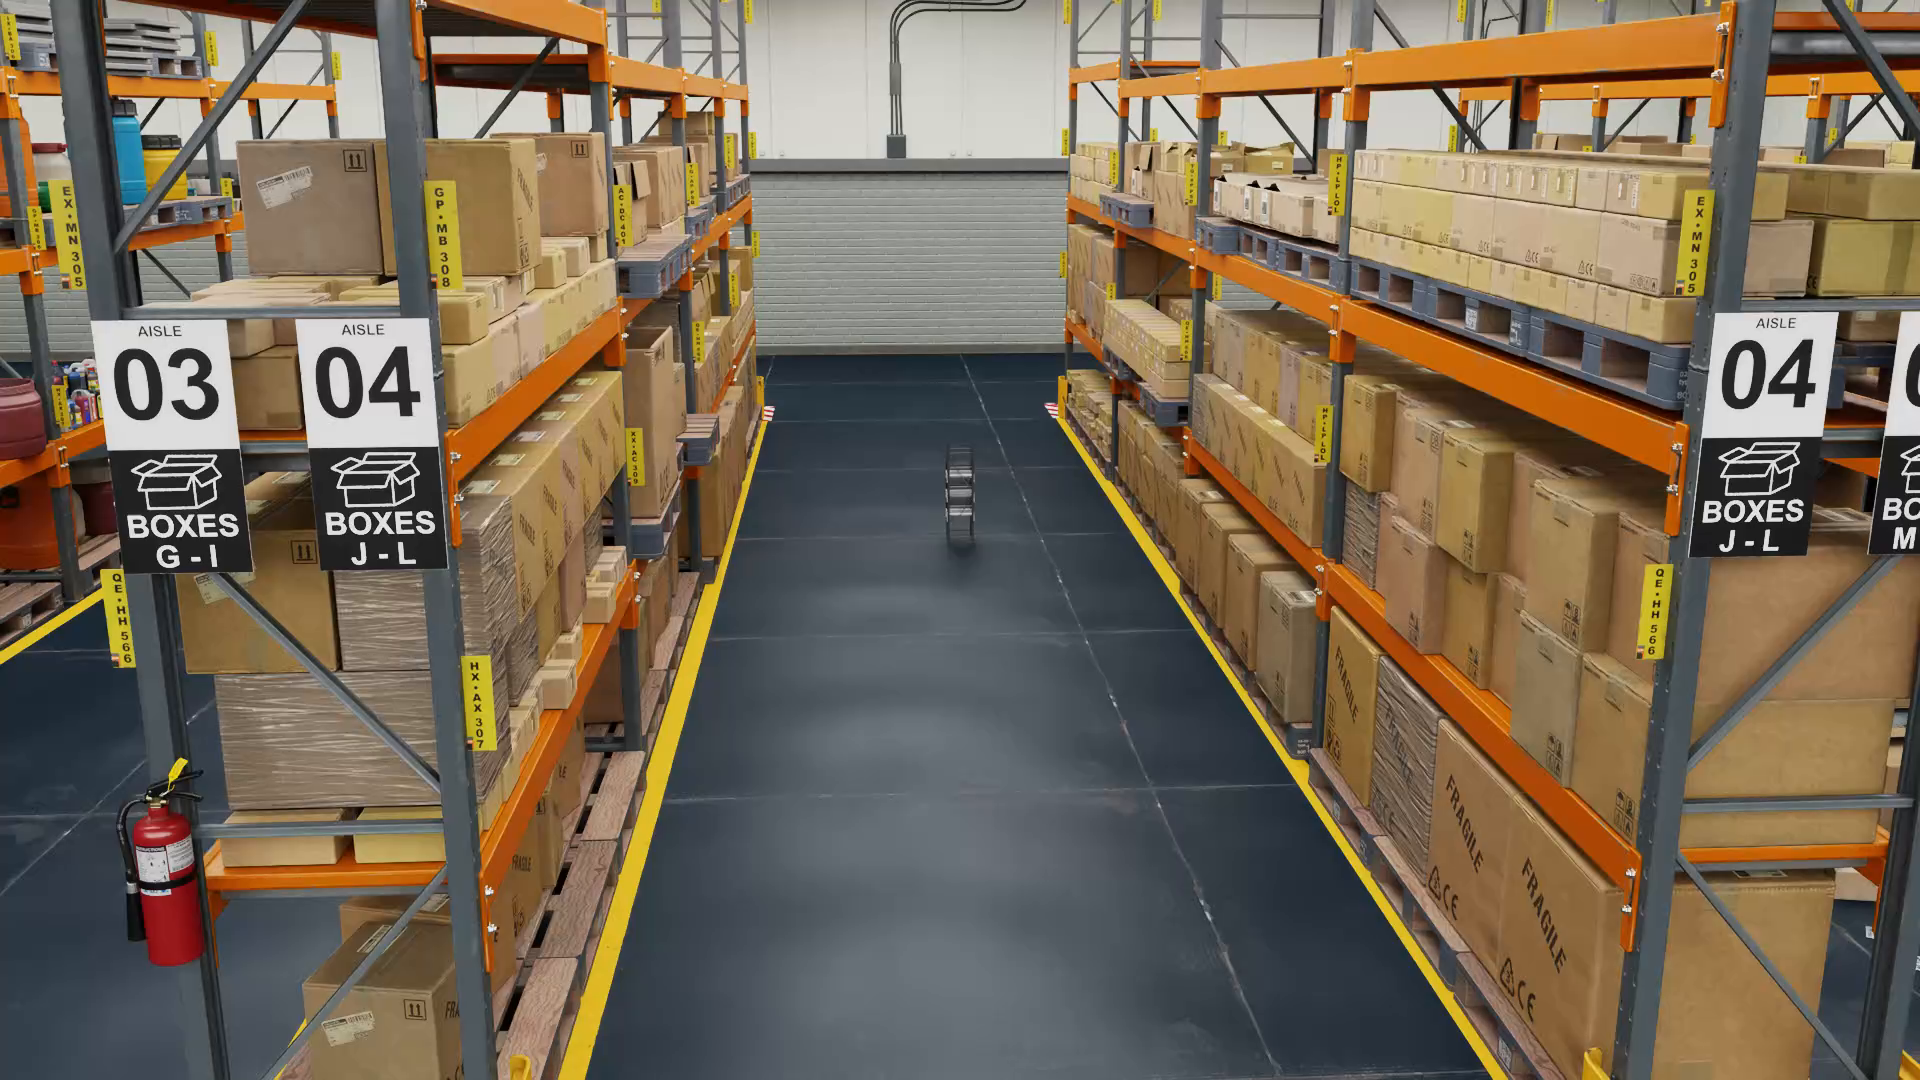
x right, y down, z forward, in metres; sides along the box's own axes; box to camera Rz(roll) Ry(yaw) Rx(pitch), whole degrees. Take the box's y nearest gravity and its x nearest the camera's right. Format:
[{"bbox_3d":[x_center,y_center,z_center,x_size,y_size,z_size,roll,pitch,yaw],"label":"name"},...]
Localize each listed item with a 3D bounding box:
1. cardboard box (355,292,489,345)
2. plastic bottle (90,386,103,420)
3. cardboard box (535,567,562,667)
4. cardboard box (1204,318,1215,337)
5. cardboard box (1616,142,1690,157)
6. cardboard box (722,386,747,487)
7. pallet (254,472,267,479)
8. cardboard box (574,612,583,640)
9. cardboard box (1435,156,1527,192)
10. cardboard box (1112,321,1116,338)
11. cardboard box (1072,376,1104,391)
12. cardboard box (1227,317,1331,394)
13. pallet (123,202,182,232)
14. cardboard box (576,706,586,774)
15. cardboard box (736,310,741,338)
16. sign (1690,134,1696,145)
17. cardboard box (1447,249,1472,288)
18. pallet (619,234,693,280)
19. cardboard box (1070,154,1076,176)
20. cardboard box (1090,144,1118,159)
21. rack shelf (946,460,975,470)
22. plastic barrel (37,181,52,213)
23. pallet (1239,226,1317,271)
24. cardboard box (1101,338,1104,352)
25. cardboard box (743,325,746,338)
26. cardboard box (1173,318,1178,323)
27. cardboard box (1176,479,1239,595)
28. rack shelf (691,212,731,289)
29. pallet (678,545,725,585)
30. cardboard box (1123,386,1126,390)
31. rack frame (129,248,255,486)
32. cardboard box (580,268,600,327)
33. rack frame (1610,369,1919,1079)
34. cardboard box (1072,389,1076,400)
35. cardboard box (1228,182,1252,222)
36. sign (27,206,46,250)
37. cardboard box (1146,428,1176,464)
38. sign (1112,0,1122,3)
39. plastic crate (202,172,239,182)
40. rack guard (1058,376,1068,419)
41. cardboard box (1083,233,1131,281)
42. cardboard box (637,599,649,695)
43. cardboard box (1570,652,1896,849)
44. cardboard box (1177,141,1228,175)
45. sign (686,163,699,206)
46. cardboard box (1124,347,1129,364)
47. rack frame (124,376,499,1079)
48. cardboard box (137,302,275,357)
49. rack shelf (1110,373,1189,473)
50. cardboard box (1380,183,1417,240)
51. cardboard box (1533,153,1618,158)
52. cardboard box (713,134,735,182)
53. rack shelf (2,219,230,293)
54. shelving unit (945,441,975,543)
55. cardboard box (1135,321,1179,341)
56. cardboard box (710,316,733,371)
[{"bbox_3d":[-1.818,-0.750,5.628,0.380,0.149,0.250,-1,14,-2],"label":"cardboard box"},{"bbox_3d":[-7.247,-1.158,13.963,0.061,0.283,0.133,-1,14,-3],"label":"plastic bottle"},{"bbox_3d":[-2.277,0.259,7.426,0.875,0.500,0.500,-1,14,-3],"label":"cardboard box"},{"bbox_3d":[2.419,-1.957,15.304,0.380,0.149,0.250,-1,14,-4],"label":"cardboard box"},{"bbox_3d":[6.800,-3.657,16.382,0.500,0.500,0.500,-1,14,-4],"label":"cardboard box"},{"bbox_3d":[-2.796,-1.039,16.690,1.225,0.875,0.875,-1,14,-3],"label":"cardboard box"},{"bbox_3d":[-7.884,-0.779,17.854,1.003,0.211,1.213,-1,14,-3],"label":"pallet"},{"bbox_3d":[-2.026,0.448,7.992,0.380,0.149,0.250,-1,14,-3],"label":"cardboard box"},{"bbox_3d":[2.360,-1.642,7.453,0.380,0.149,0.250,-1,14,-4],"label":"cardboard box"},{"bbox_3d":[1.701,-2.067,16.329,0.380,0.149,0.250,-1,14,-2],"label":"cardboard box"},{"bbox_3d":[1.571,-1.914,20.353,0.380,0.149,0.250,-1,14,-4],"label":"cardboard box"},{"bbox_3d":[2.399,-1.375,12.368,0.700,0.500,0.500,-1,14,-4],"label":"cardboard box"},{"bbox_3d":[-7.580,-2.833,14.600,1.003,0.211,1.213,-1,14,-3],"label":"pallet"},{"bbox_3d":[-2.375,1.073,9.233,0.500,0.500,0.500,-1,14,-5],"label":"cardboard box"},{"bbox_3d":[-2.649,-2.340,18.028,0.500,0.250,0.500,-1,14,-4],"label":"cardboard box"},{"bbox_3d":[7.576,-4.043,17.254,0.100,0.325,0.005,-1,14,-3],"label":"sign"},{"bbox_3d":[2.374,-1.194,7.313,0.380,0.149,0.250,-1,14,-3],"label":"cardboard box"},{"bbox_3d":[-2.359,-1.809,10.618,1.213,0.211,1.003,-1,14,-3],"label":"pallet"},{"bbox_3d":[1.621,-4.576,20.295,0.500,0.250,0.500,-1,14,-3],"label":"cardboard box"},{"bbox_3d":[1.667,-4.348,18.606,0.380,0.149,0.250,-1,14,-4],"label":"cardboard box"},{"bbox_3d":[0.000,-0.667,15.087,0.258,0.077,0.200,-1,14,-3],"label":"rack shelf"},{"bbox_3d":[-7.388,-2.800,13.563,0.294,0.245,0.294,0,14,0],"label":"plastic barrel"},{"bbox_3d":[2.514,-2.004,11.379,1.003,0.211,1.213,0,14,-1],"label":"pallet"},{"bbox_3d":[1.725,-2.083,17.831,0.380,0.149,0.250,-1,14,-5],"label":"cardboard box"},{"bbox_3d":[-2.640,-2.368,18.939,0.380,0.149,0.250,-1,14,-5],"label":"cardboard box"},{"bbox_3d":[2.340,-2.139,16.610,0.380,0.149,0.250,-1,14,-3],"label":"cardboard box"},{"bbox_3d":[2.297,-0.041,13.063,1.050,0.750,0.750,-1,14,-4],"label":"cardboard box"},{"bbox_3d":[-2.732,-2.631,14.878,1.077,0.370,4.000,-1,14,-3],"label":"rack shelf"},{"bbox_3d":[-2.582,0.124,14.343,1.003,0.211,1.213,-1,14,-3],"label":"pallet"},{"bbox_3d":[2.193,-1.862,20.151,0.380,0.149,0.250,-1,15,-6],"label":"cardboard box"},{"bbox_3d":[-7.799,-1.947,16.798,1.000,3.000,0.127,-1,14,-3],"label":"rack frame"},{"bbox_3d":[-2.049,-1.175,8.077,0.500,0.250,0.500,-1,14,-2],"label":"cardboard box"},{"bbox_3d":[2.844,0.909,5.696,1.000,3.000,0.127,-1,14,-3],"label":"rack frame"},{"bbox_3d":[1.590,-1.833,20.638,0.380,0.149,0.250,-1,14,-4],"label":"cardboard box"},{"bbox_3d":[2.205,-2.404,11.812,0.500,0.250,0.500,0,14,-2],"label":"cardboard box"},{"bbox_3d":[-7.003,-2.365,12.611,0.100,0.325,0.005,-1,14,-3],"label":"sign"},{"bbox_3d":[1.987,-0.854,15.220,0.500,0.250,0.500,-1,14,-2],"label":"cardboard box"},{"bbox_3d":[1.558,-5.467,16.407,0.100,0.325,0.005,-1,14,-3],"label":"sign"},{"bbox_3d":[-8.227,-3.980,18.805,0.504,0.338,0.767,-1,14,-3],"label":"plastic crate"},{"bbox_3d":[1.858,-1.840,21.400,1.175,0.500,0.348,-1,14,-3],"label":"rack guard"},{"bbox_3d":[1.699,-3.249,19.054,0.500,0.500,0.500,-1,14,-5],"label":"cardboard box"},{"bbox_3d":[-2.388,0.692,10.676,0.700,0.500,0.500,-1,14,-4],"label":"cardboard box"},{"bbox_3d":[2.776,0.745,6.033,0.875,0.550,0.550,-1,14,-3],"label":"cardboard box"},{"bbox_3d":[2.018,-3.176,13.817,0.396,0.266,0.258,-1,14,-3],"label":"cardboard box"},{"bbox_3d":[-2.066,-2.740,12.821,0.100,0.325,0.005,-1,14,-3],"label":"sign"},{"bbox_3d":[1.752,-1.727,15.604,0.380,0.149,0.250,-1,14,-4],"label":"cardboard box"},{"bbox_3d":[-2.112,0.961,5.496,1.000,3.000,0.127,-1,14,-3],"label":"rack frame"},{"bbox_3d":[-2.441,-0.677,5.341,0.380,0.149,0.250,-1,14,-3],"label":"cardboard box"},{"bbox_3d":[2.225,-1.229,15.452,1.077,0.370,4.000,-1,14,-3],"label":"rack shelf"},{"bbox_3d":[2.380,-1.610,8.128,0.500,0.250,0.500,-1,14,-4],"label":"cardboard box"},{"bbox_3d":[2.983,-1.781,7.993,0.380,0.149,0.250,-1,14,-2],"label":"cardboard box"},{"bbox_3d":[-2.884,-4.236,18.431,0.700,0.500,0.500,0,14,-1],"label":"cardboard box"},{"bbox_3d":[-7.675,-2.554,14.581,1.077,0.370,4.000,-1,14,-3],"label":"rack shelf"},{"bbox_3d":[0.000,-0.438,15.146,0.258,0.900,0.210,-1,14,-3],"label":"shelving unit"},{"bbox_3d":[1.783,-1.887,15.030,0.380,0.149,0.250,0,14,-1],"label":"cardboard box"},{"bbox_3d":[-2.554,-1.960,16.647,0.500,0.500,0.500,-1,14,-3],"label":"cardboard box"}]
